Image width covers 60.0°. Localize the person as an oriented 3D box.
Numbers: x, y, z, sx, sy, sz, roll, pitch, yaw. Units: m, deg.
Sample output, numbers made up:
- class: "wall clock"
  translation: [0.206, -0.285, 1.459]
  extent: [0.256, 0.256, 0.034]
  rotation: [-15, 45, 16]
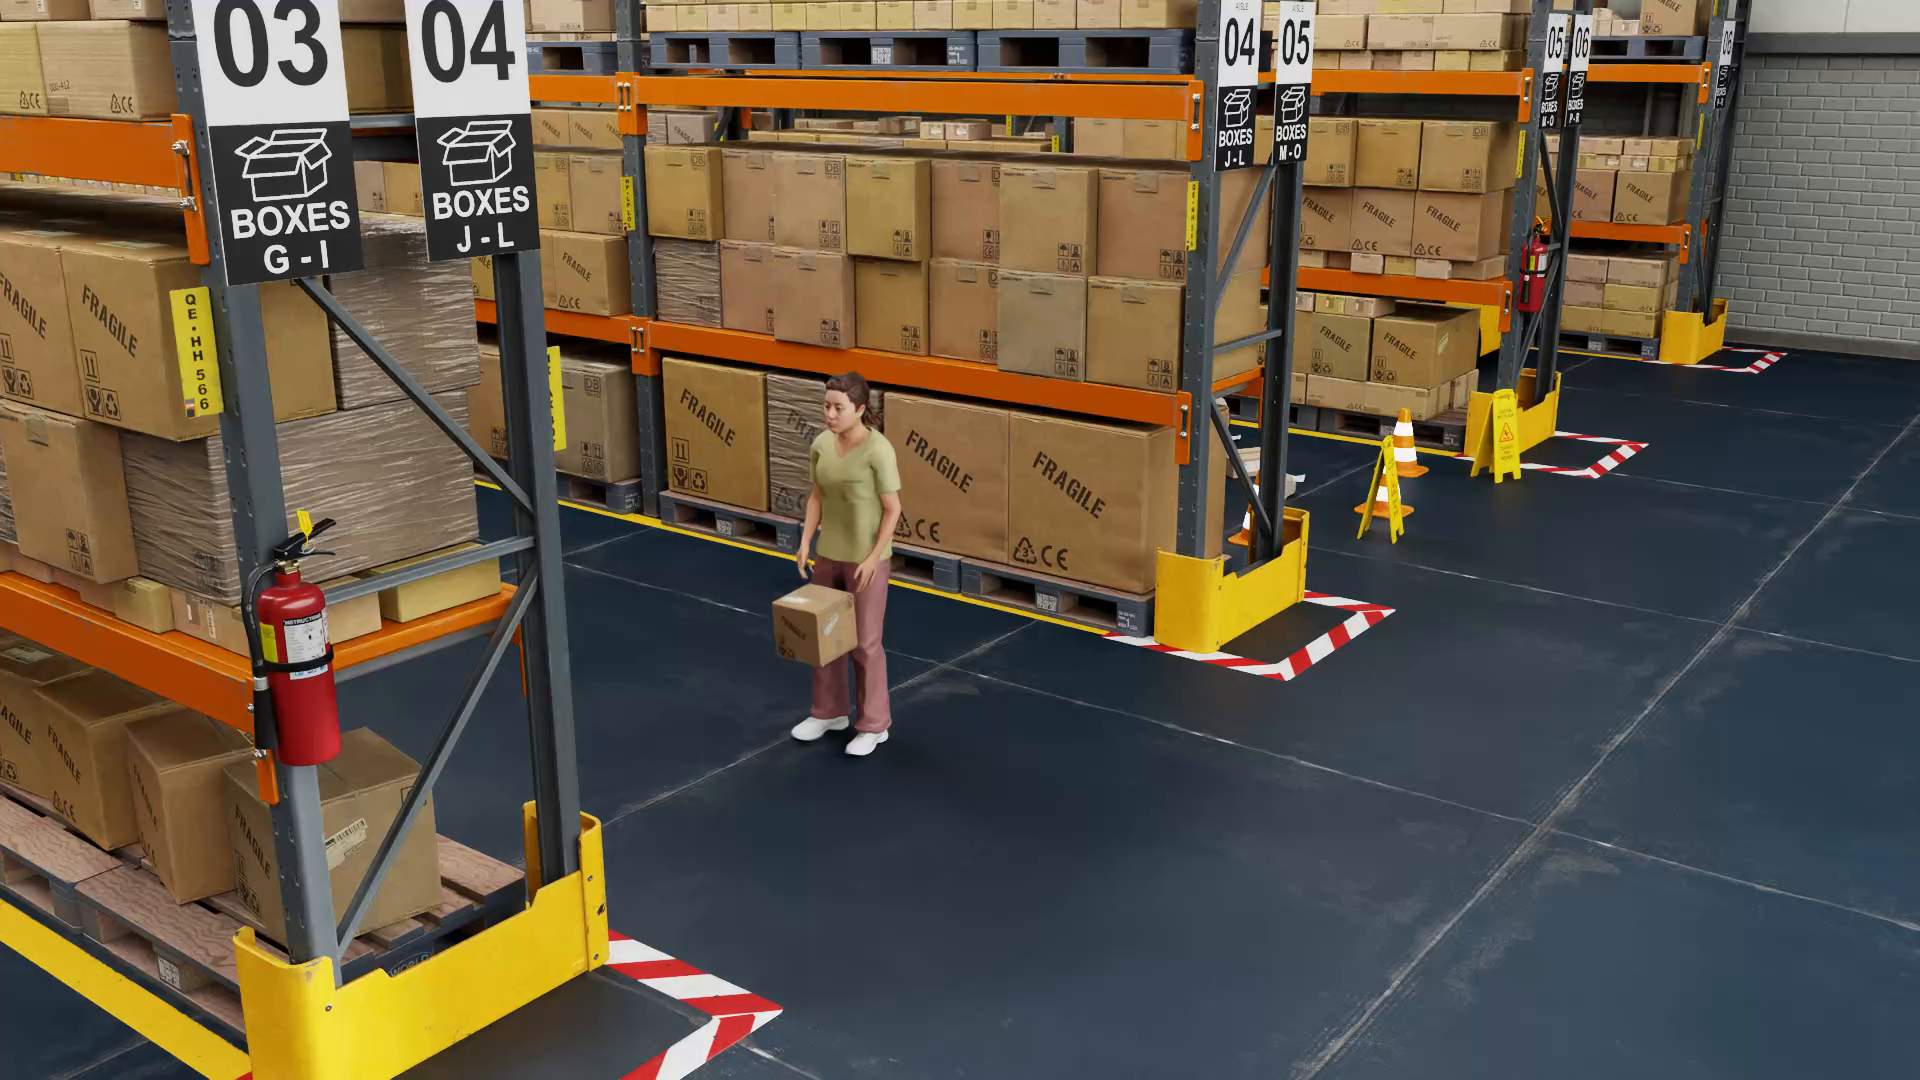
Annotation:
- class: "person"
  translation: [-0.483, 0.093, 7.223]
  extent: [0.479, 1.676, 0.365]
  rotation: [11, 20, 34]
